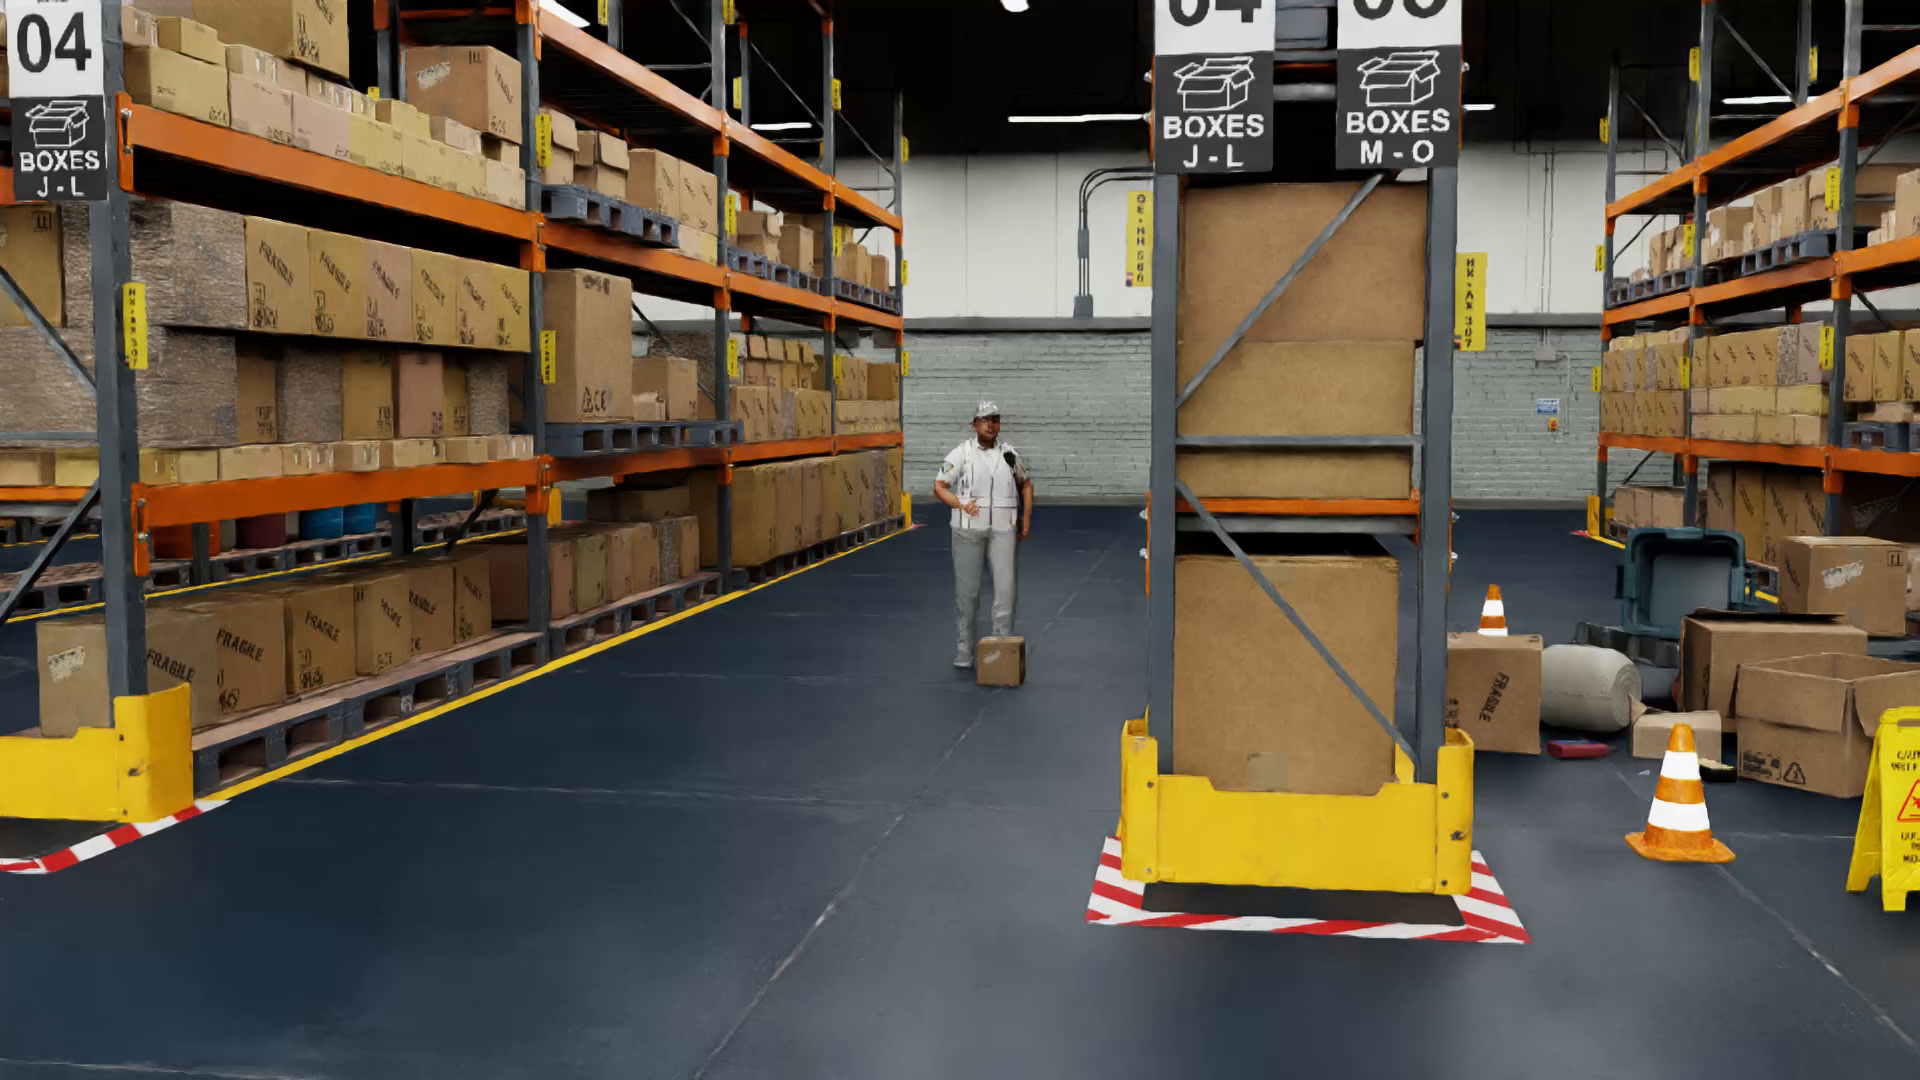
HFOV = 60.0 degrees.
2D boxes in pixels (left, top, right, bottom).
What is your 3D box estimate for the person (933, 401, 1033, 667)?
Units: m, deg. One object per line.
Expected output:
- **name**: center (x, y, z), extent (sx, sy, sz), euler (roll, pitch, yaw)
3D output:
- **person**: center (0.179, 0.003, 10.274), extent (0.660, 1.714, 0.586), euler (-1, 5, -10)
